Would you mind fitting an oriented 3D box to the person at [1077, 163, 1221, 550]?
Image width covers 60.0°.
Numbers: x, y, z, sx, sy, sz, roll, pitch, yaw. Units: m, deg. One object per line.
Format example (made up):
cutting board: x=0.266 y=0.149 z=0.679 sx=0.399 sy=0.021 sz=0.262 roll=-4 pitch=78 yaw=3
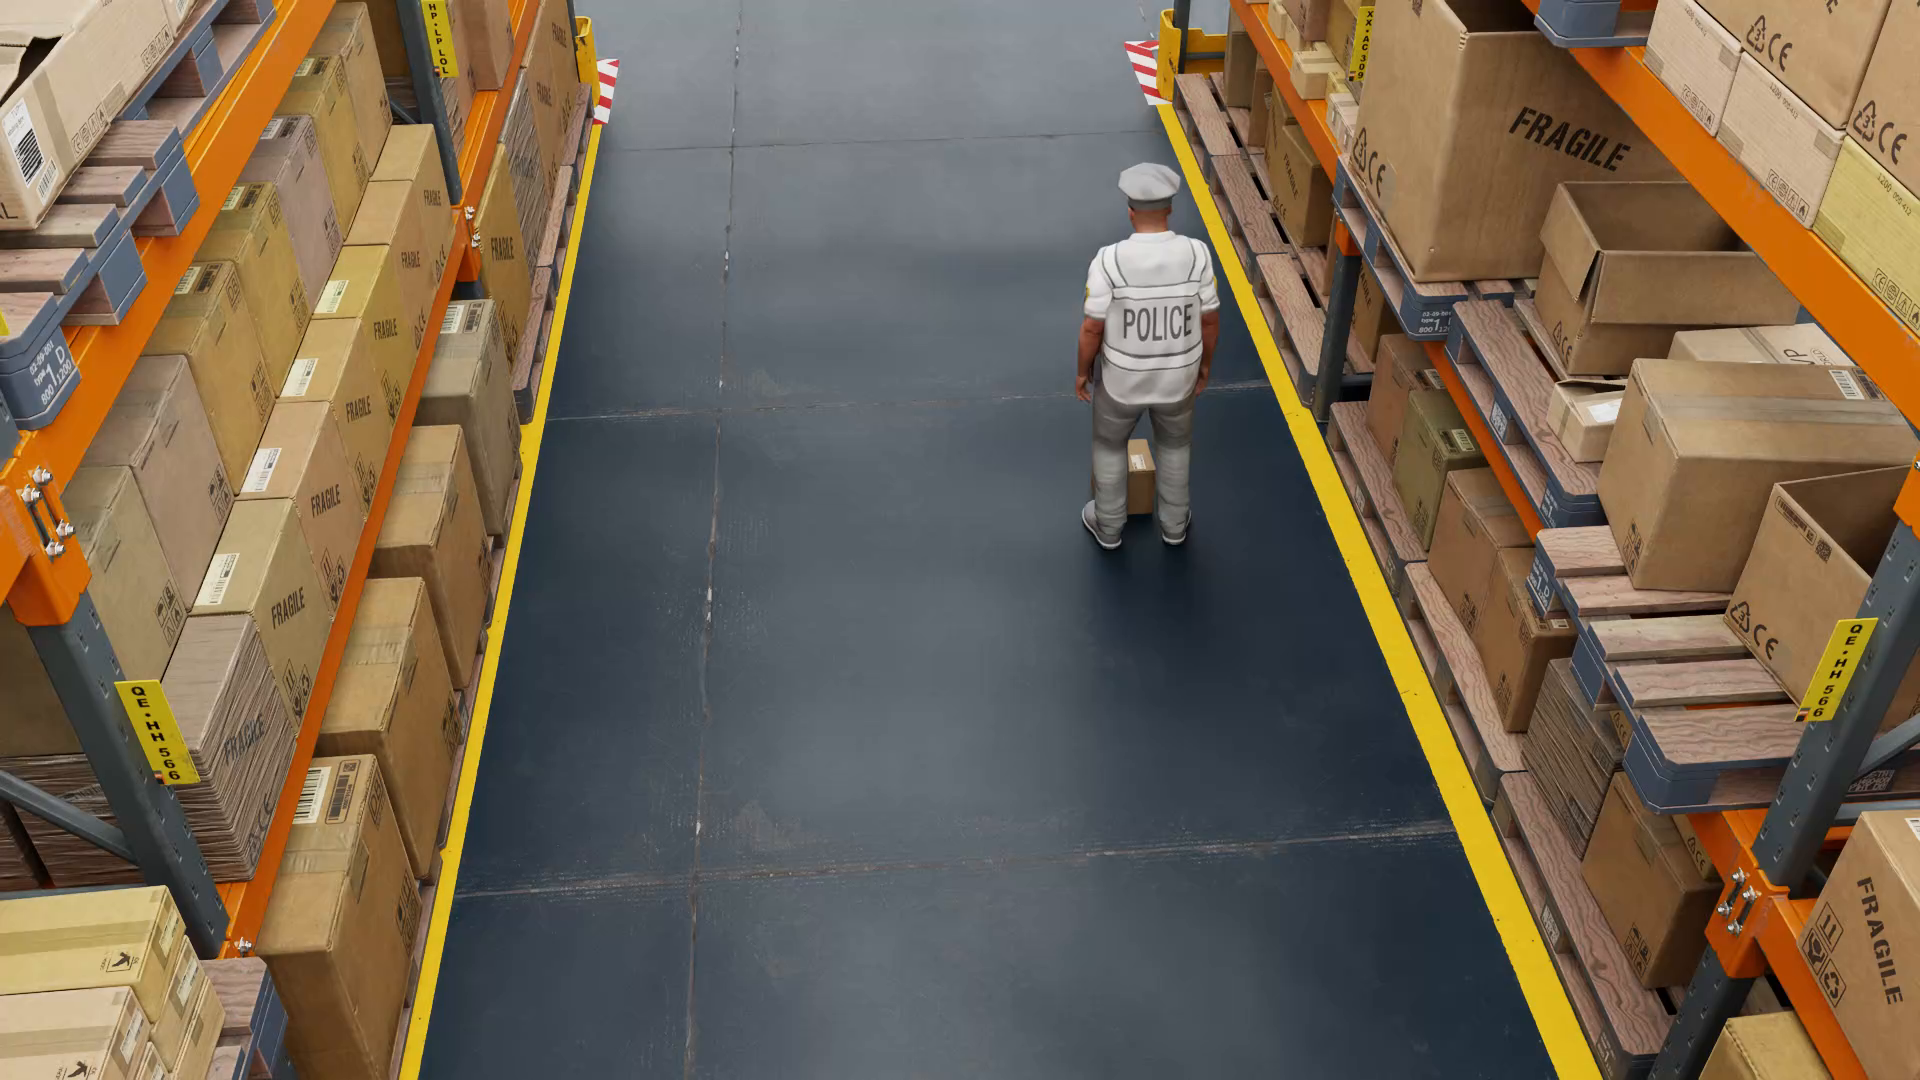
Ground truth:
person: x=0.786 y=-0.704 z=7.021 sx=0.585 sy=1.748 sz=0.432 roll=-3 pitch=39 yaw=-4
